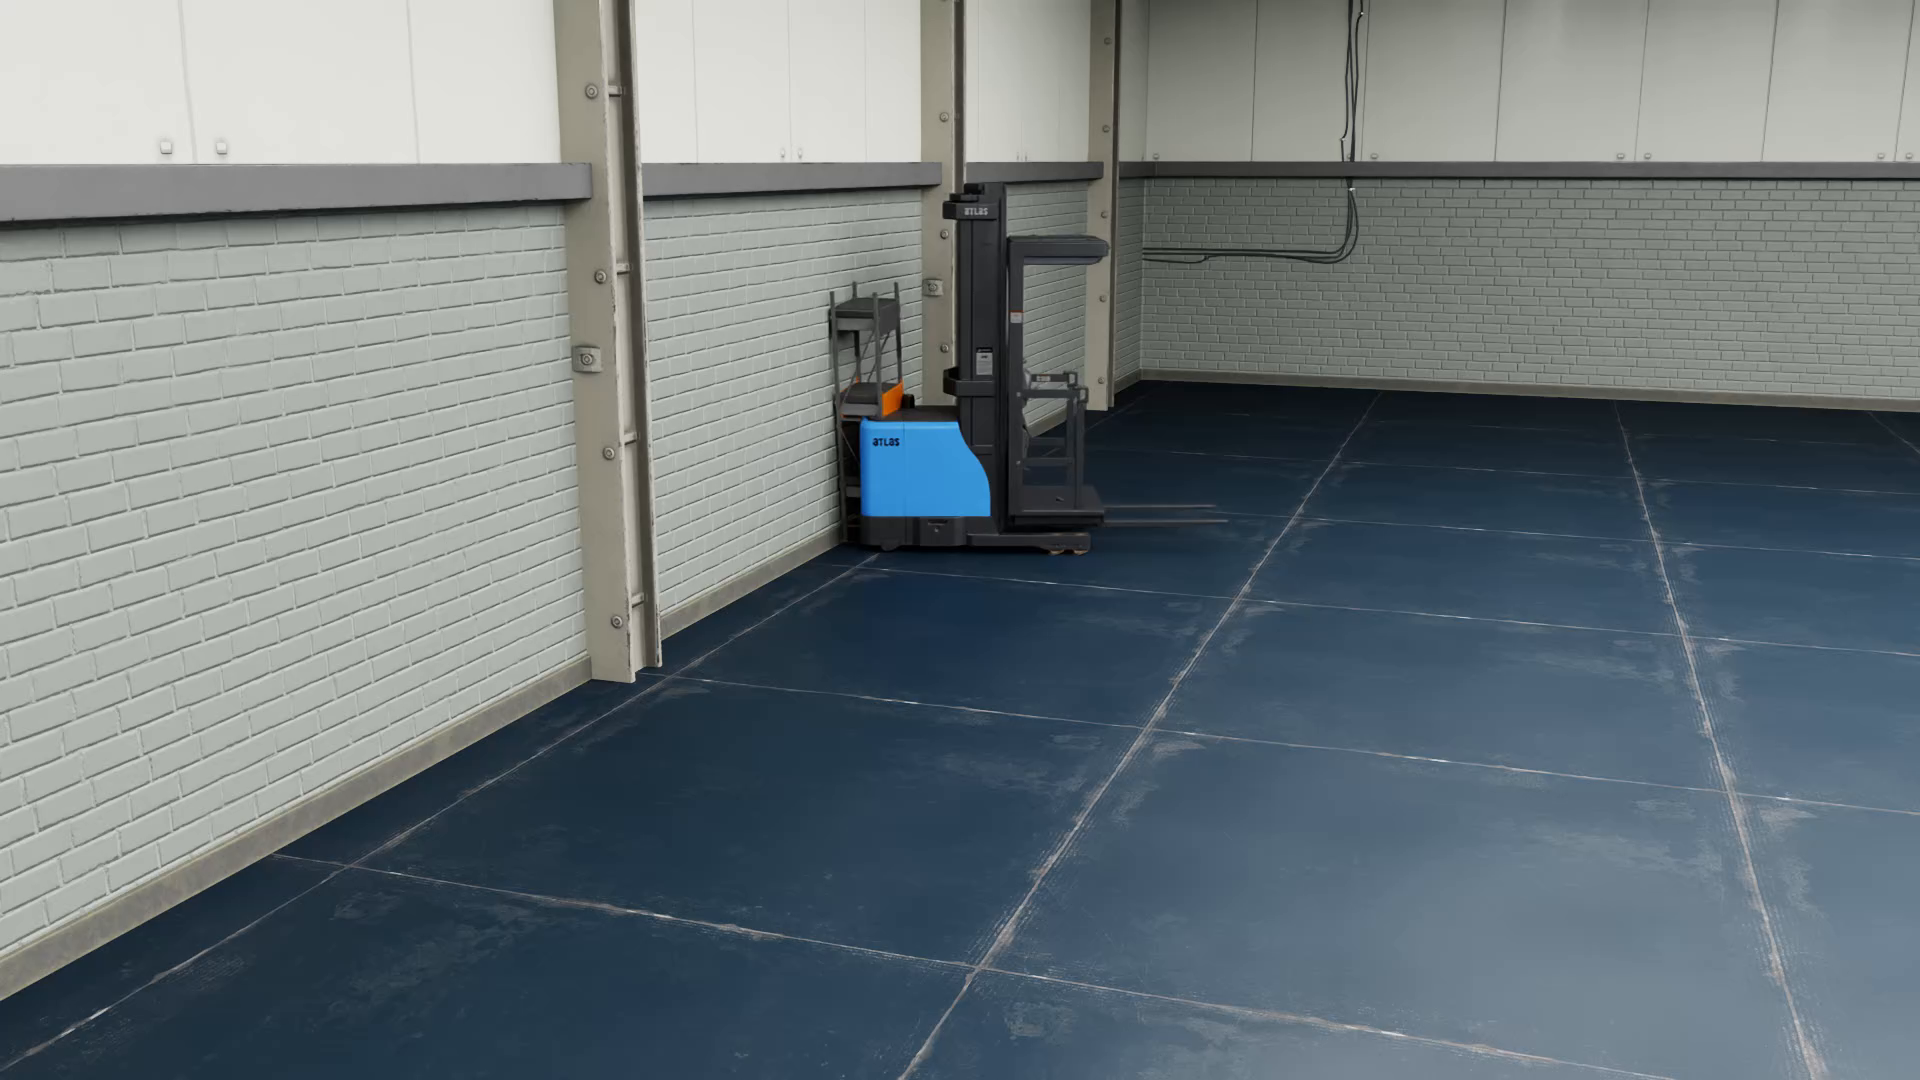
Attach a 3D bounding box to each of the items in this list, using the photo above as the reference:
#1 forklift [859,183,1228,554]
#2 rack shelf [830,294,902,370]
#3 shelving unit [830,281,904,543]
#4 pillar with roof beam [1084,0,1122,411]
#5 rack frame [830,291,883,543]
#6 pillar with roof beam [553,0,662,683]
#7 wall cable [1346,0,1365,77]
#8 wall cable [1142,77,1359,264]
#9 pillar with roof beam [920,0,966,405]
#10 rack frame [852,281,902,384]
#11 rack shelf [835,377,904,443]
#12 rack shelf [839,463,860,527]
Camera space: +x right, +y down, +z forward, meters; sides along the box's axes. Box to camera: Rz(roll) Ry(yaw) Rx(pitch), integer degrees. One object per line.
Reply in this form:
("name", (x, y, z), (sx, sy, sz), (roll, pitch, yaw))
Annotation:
("forklift", (0.687, -1.434, 13.684), (3.031, 2.935, 1.130), (0, 13, -1))
("rack shelf", (-0.759, -1.695, 13.512), (0.431, 0.518, 0.480), (4, 19, 18))
("shelving unit", (-0.738, -1.043, 13.724), (0.431, 2.100, 0.503), (4, 19, 18))
("pillar with roof beam", (5.865, -5.783, 19.101), (9.100, 9.000, 0.400), (4, 14, 18))
("rack frame", (-0.813, -0.969, 13.504), (0.400, 2.100, 0.015), (4, 19, 18))
("pillar with roof beam", (1.982, -3.256, 8.031), (9.100, 9.000, 0.400), (4, 14, 18))
("wall cable", (6.556, -7.371, 21.689), (3.097, 2.526, 0.112), (4, 14, 18))
("wall cable", (3.996, -5.104, 23.105), (3.097, 2.526, 0.112), (4, 14, 18))
("pillar with roof beam", (3.924, -4.519, 13.566), (9.100, 9.000, 0.400), (4, 14, 18))
("rack frame", (-0.663, -1.117, 13.944), (0.400, 2.100, 0.015), (4, 19, 18))
("rack shelf", (-0.737, -1.030, 13.728), (0.431, 0.518, 0.480), (4, 19, 18))
("rack shelf", (-0.716, -0.365, 13.944), (0.431, 0.518, 0.480), (4, 19, 18))
